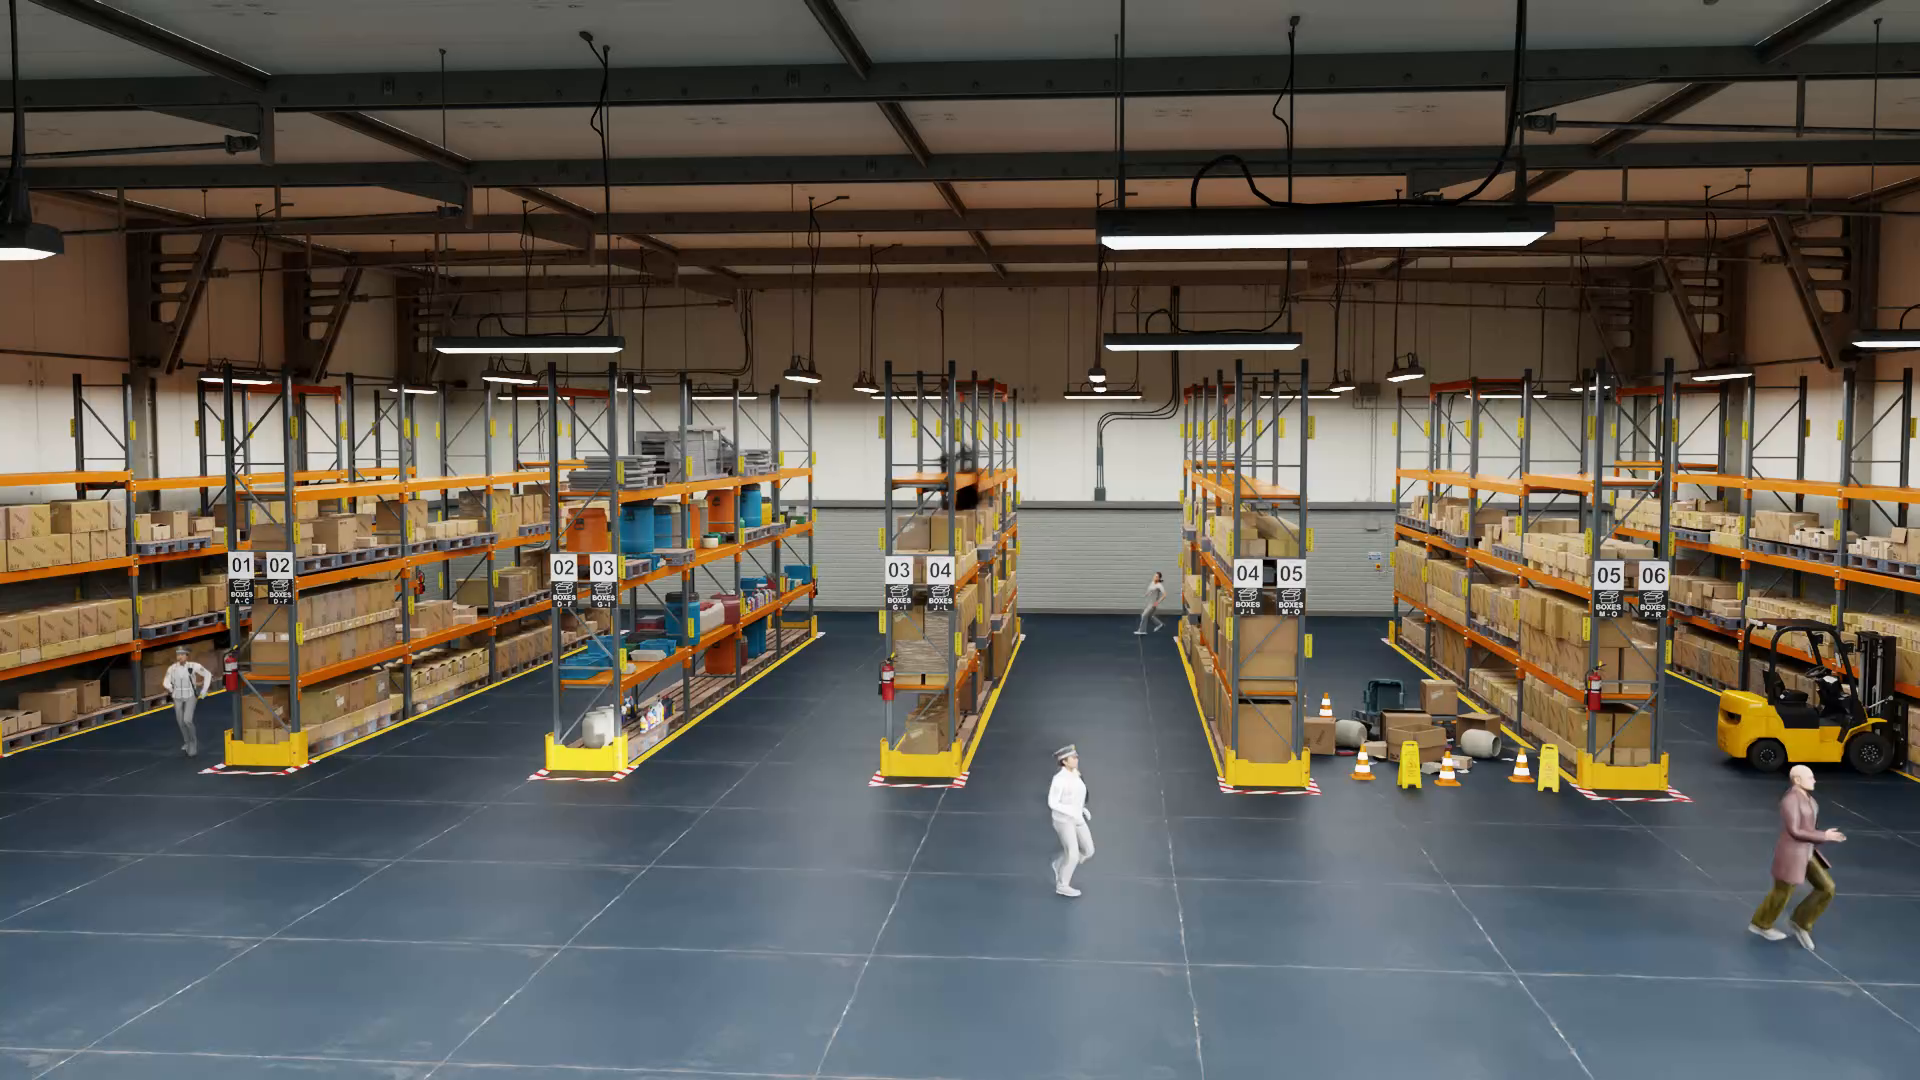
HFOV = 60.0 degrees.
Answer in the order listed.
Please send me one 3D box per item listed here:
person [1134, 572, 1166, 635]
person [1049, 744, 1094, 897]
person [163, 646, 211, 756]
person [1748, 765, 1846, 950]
[{"bbox_3d":[4.760,1.540,40.601,0.777,1.571,0.748,-2,4,-26],"label":"person"},{"bbox_3d":[1.193,3.001,17.828,0.519,1.651,0.592,3,5,34],"label":"person"},{"bbox_3d":[-11.952,2.483,25.668,0.637,1.737,0.689,0,4,-5],"label":"person"},{"bbox_3d":[8.098,3.066,16.061,0.668,1.808,0.877,-3,5,-41],"label":"person"}]
